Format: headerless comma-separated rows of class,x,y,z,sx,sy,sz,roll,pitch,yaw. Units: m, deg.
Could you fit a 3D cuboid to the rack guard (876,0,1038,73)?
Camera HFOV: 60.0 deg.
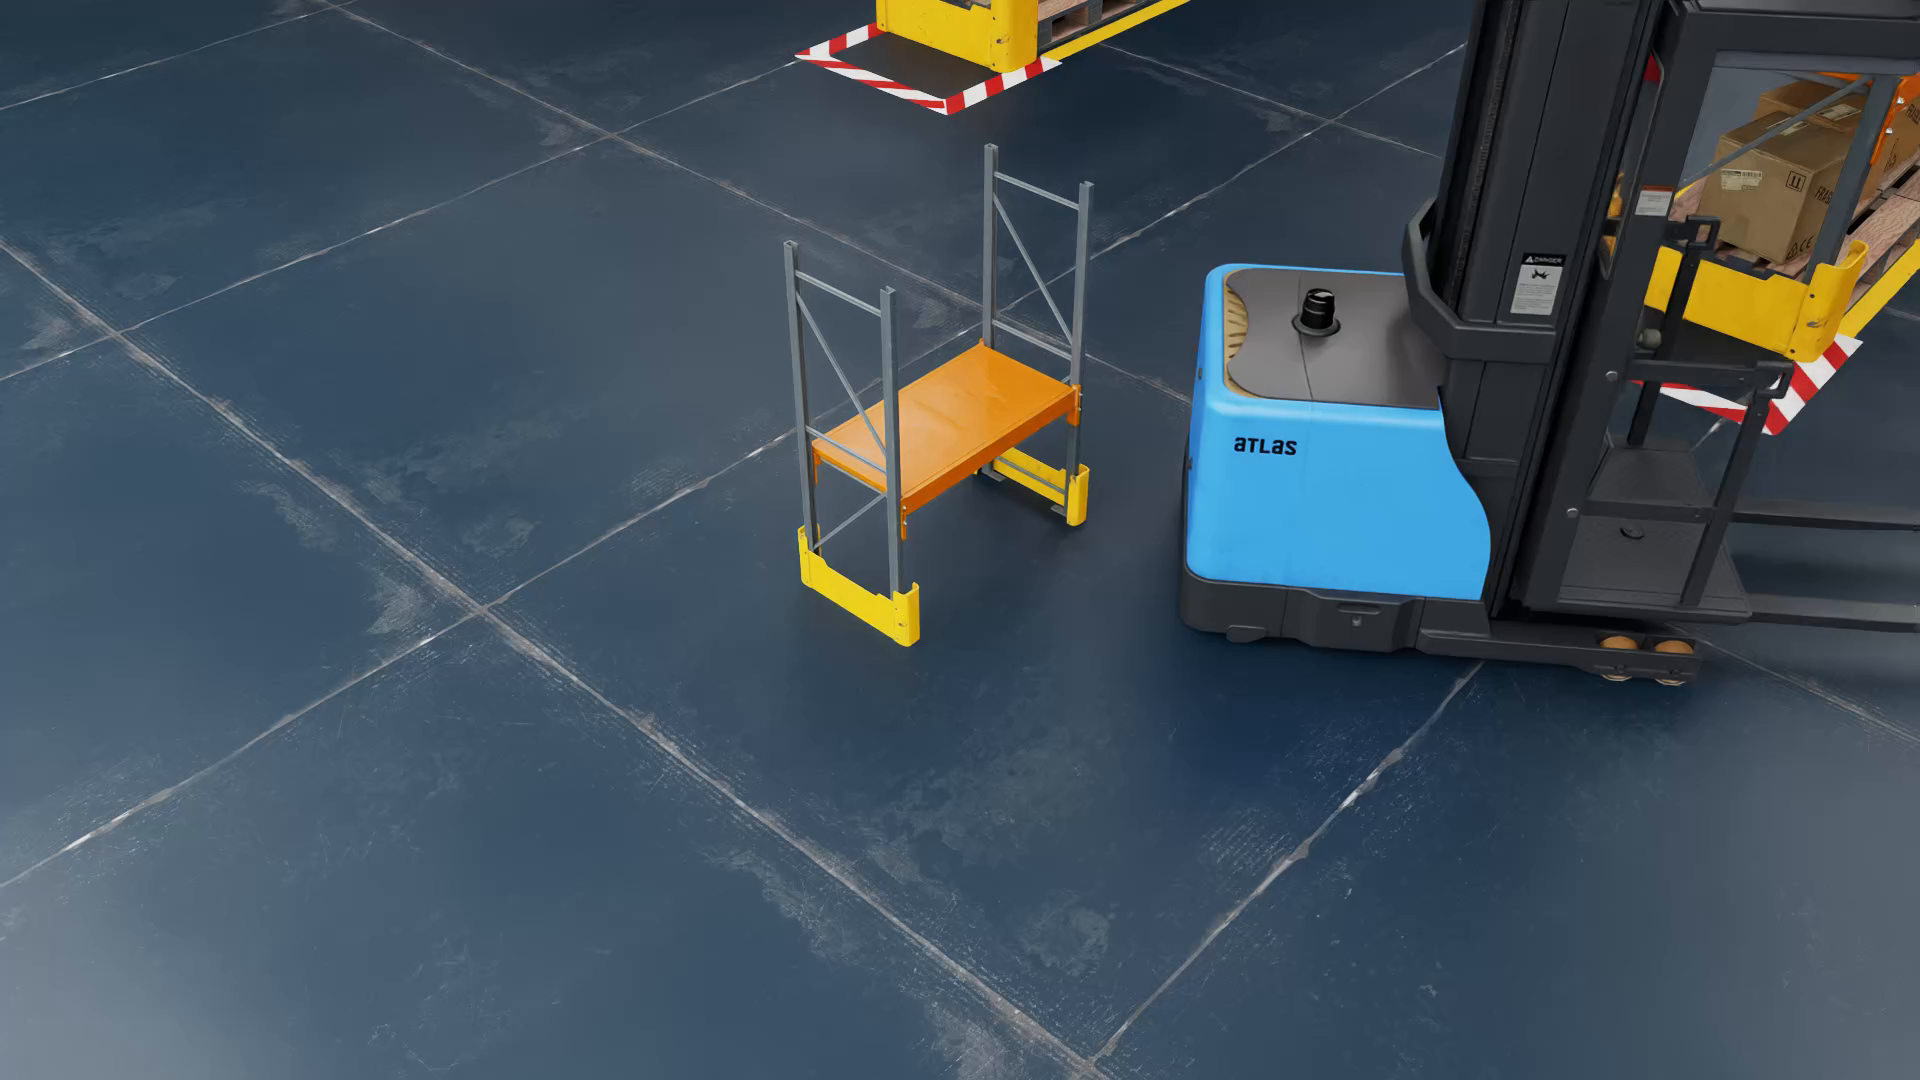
rack guard,-0.031,-3.433,10.665,1.175,0.500,0.348,30,47,32

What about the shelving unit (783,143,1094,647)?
shelving unit,-0.051,-0.552,6.239,0.587,1.500,1.083,30,47,32

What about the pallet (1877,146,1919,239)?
pallet,5.057,-2.136,9.267,1.003,0.211,1.213,30,47,32

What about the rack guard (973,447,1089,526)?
rack guard,0.285,-0.292,6.916,0.587,0.250,0.087,30,47,32

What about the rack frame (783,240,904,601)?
rack frame,-0.401,-0.314,5.940,0.500,1.500,0.032,30,47,32

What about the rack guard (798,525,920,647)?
rack guard,-0.387,0.166,6.340,0.587,0.250,0.087,30,47,32

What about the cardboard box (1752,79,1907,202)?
cardboard box,4.420,-2.031,8.566,0.500,0.500,0.500,-22,43,-25

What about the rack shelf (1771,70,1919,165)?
rack shelf,4.957,-2.914,8.582,1.077,0.370,4.000,30,47,32

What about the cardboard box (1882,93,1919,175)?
cardboard box,4.856,-2.311,8.917,0.500,0.500,0.500,-29,47,-32

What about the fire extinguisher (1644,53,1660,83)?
fire extinguisher,3.191,-2.387,7.404,0.296,0.674,0.183,30,47,32

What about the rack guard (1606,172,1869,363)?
rack guard,3.659,-1.333,8.025,1.175,0.500,0.348,30,47,32

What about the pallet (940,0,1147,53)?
pallet,0.521,-3.690,11.221,1.003,0.211,1.213,30,47,32

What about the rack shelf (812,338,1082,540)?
rack shelf,-0.058,-0.407,6.346,0.538,0.185,1.000,30,47,32

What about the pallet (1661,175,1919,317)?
pallet,4.234,-1.578,8.565,1.003,0.211,1.213,30,47,32

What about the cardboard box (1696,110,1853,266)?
cardboard box,4.042,-1.742,8.202,0.500,0.500,0.500,-25,45,-28

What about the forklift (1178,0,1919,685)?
forklift,2.380,-0.969,5.613,3.031,2.935,1.130,4,39,5

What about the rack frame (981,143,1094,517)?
rack frame,0.285,-0.781,6.528,0.500,1.500,0.032,30,47,32

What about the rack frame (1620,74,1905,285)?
rack frame,3.608,-2.277,7.203,1.000,3.000,0.127,30,47,32
